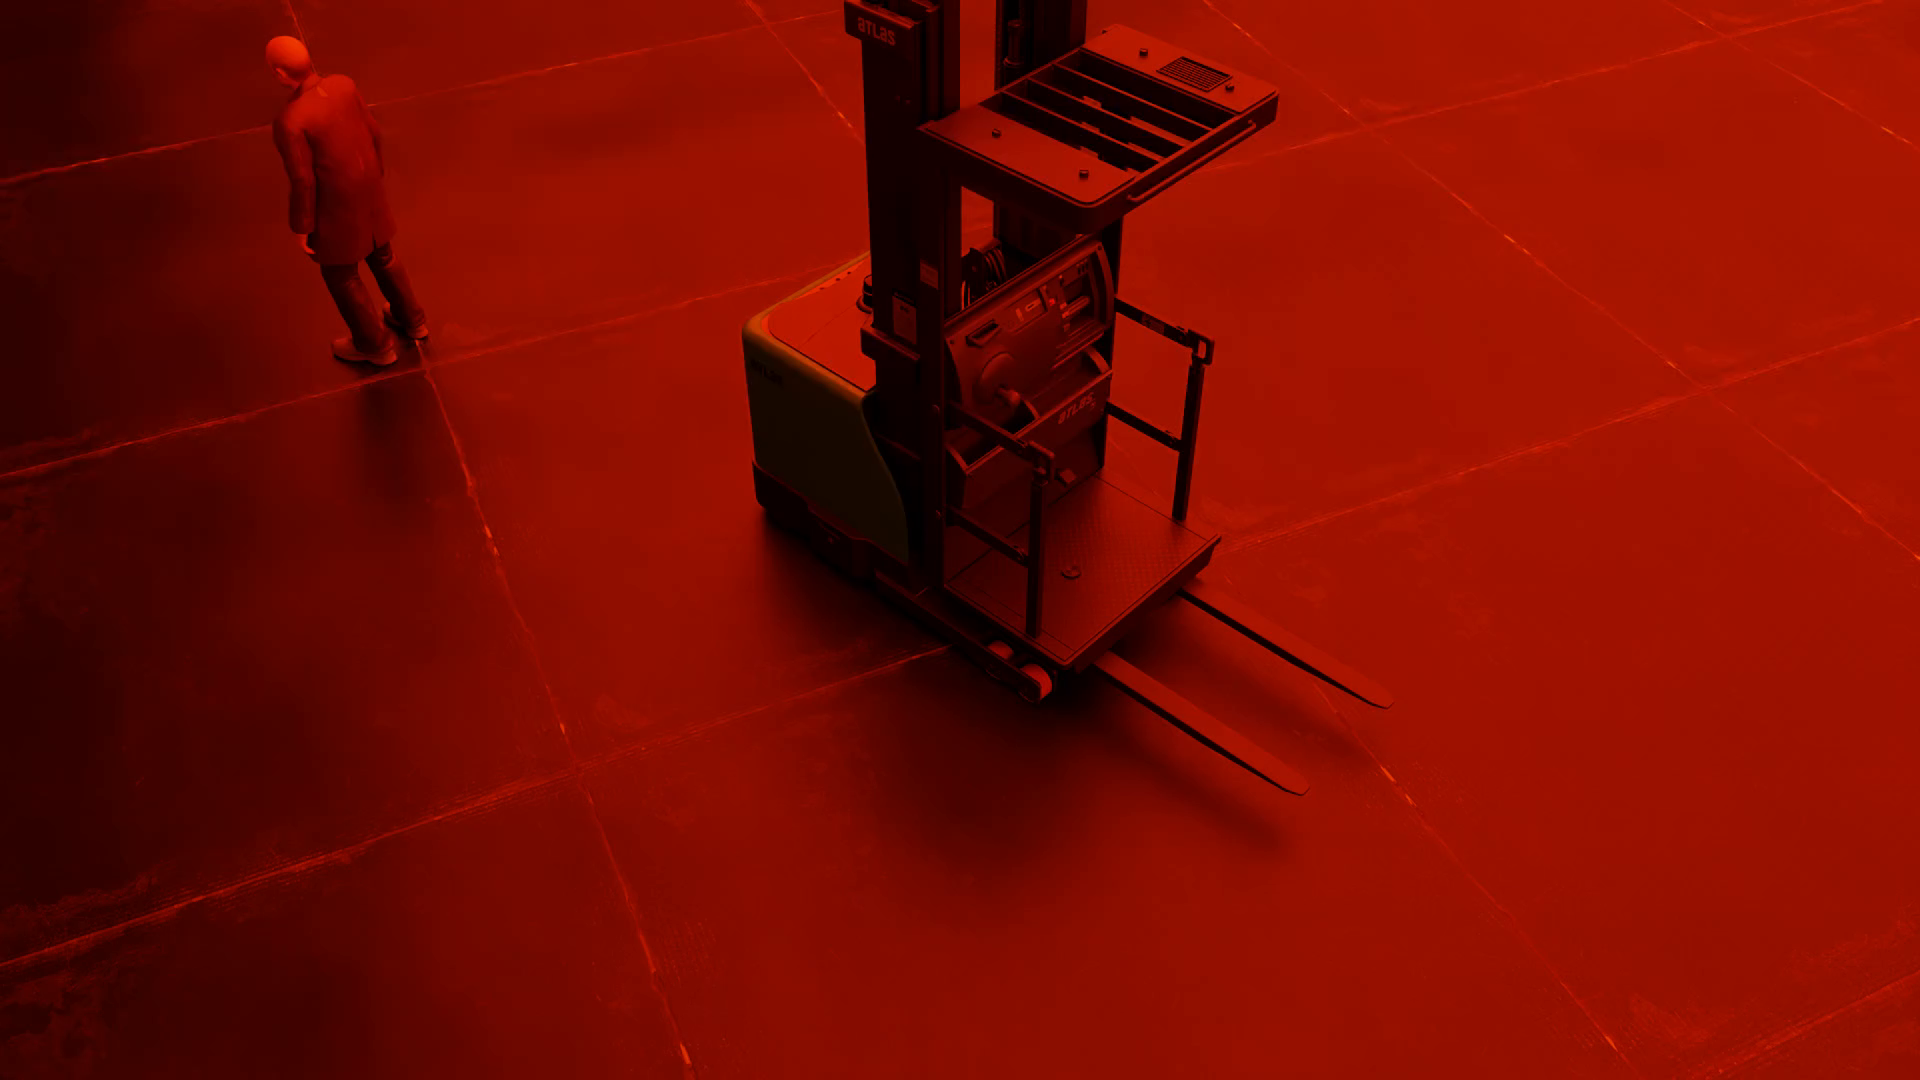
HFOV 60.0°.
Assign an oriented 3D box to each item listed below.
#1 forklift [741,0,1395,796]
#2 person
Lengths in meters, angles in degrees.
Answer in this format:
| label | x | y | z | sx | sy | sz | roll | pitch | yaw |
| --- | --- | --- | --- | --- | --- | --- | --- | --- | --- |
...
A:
| label | x | y | z | sx | sy | sz | roll | pitch | yaw |
| --- | --- | --- | --- | --- | --- | --- | --- | --- | --- |
| forklift | 0.445 | -0.765 | 6.547 | 3.031 | 2.867 | 1.129 | 32 | 52 | 30 |
| person | -3.123 | -1.695 | 8.344 | 0.385 | 1.774 | 0.610 | 18 | 46 | 18 |
